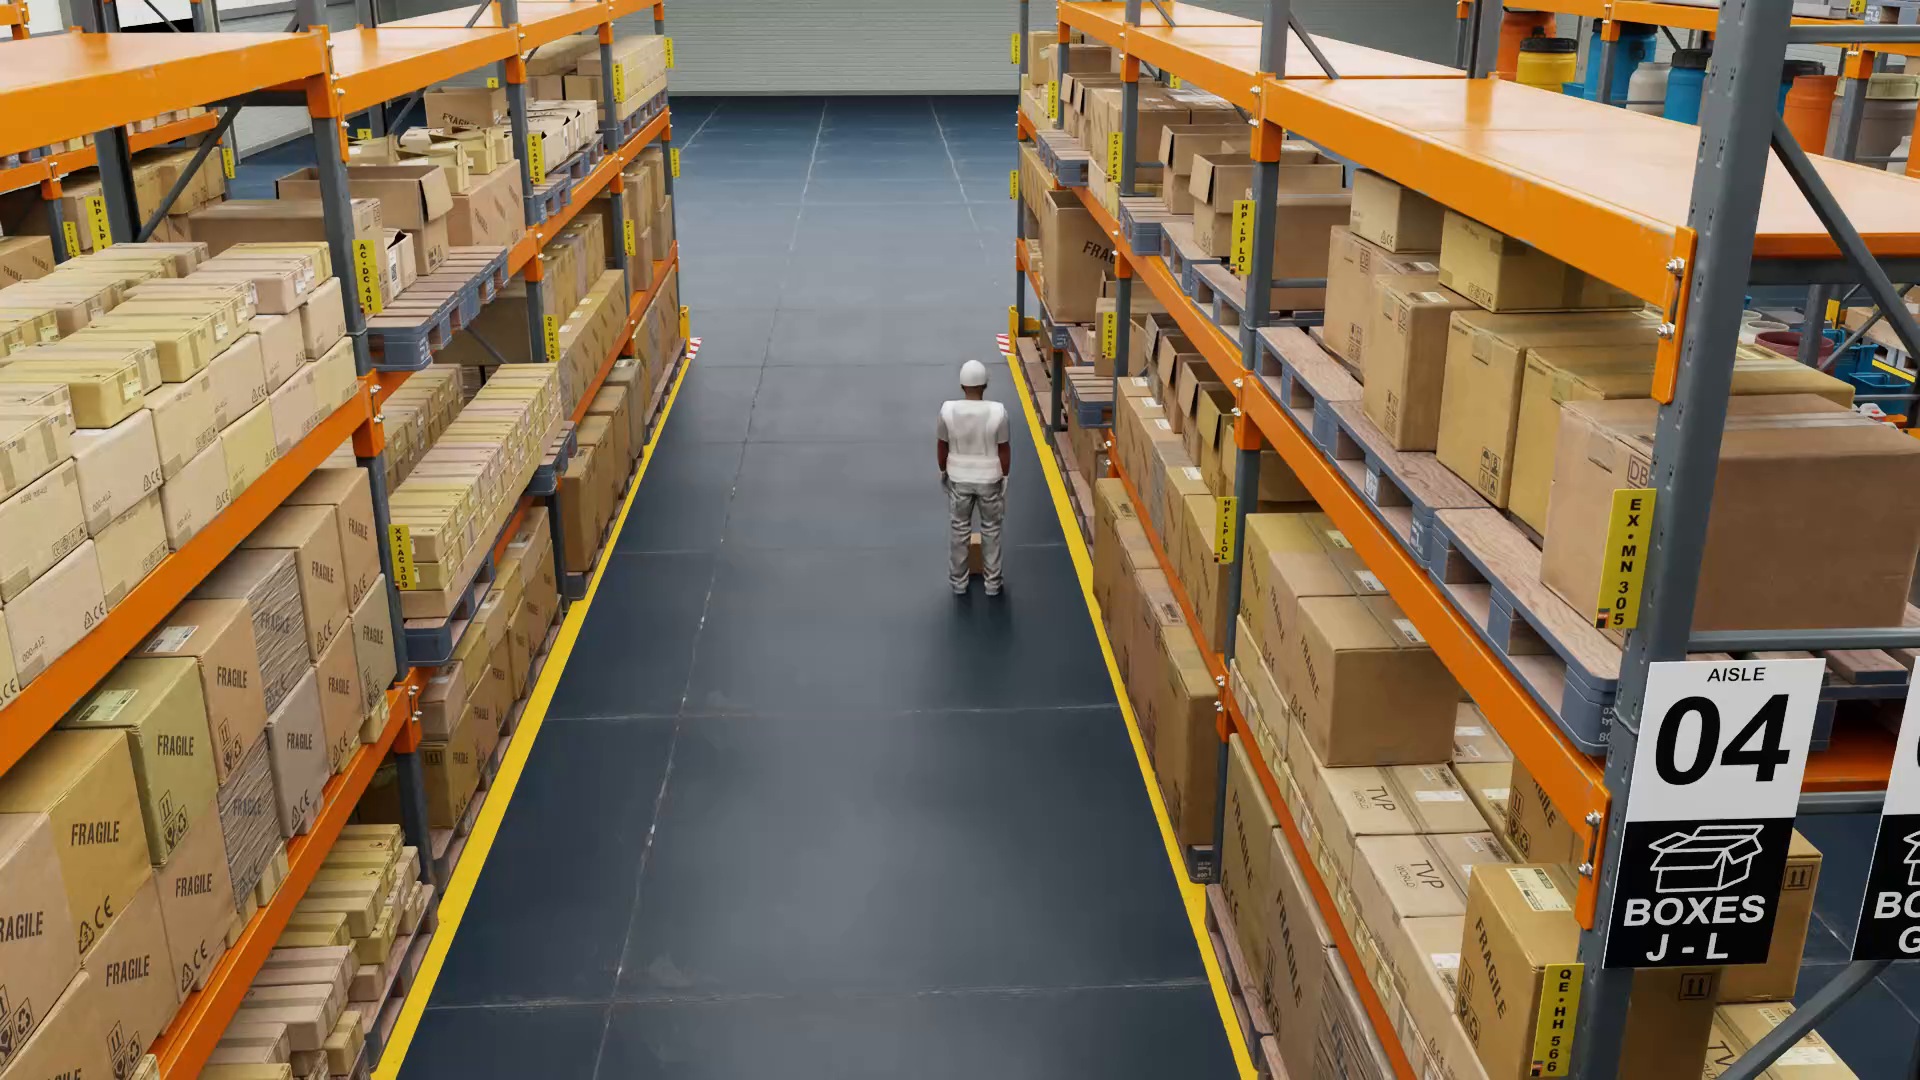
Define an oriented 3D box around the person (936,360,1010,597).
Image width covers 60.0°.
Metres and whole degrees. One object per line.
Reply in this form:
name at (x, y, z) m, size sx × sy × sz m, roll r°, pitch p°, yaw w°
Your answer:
person at (0.105, -0.458, 12.290) m, size 0.544 × 1.783 × 0.369 m, roll 3°, pitch 20°, yaw 8°
